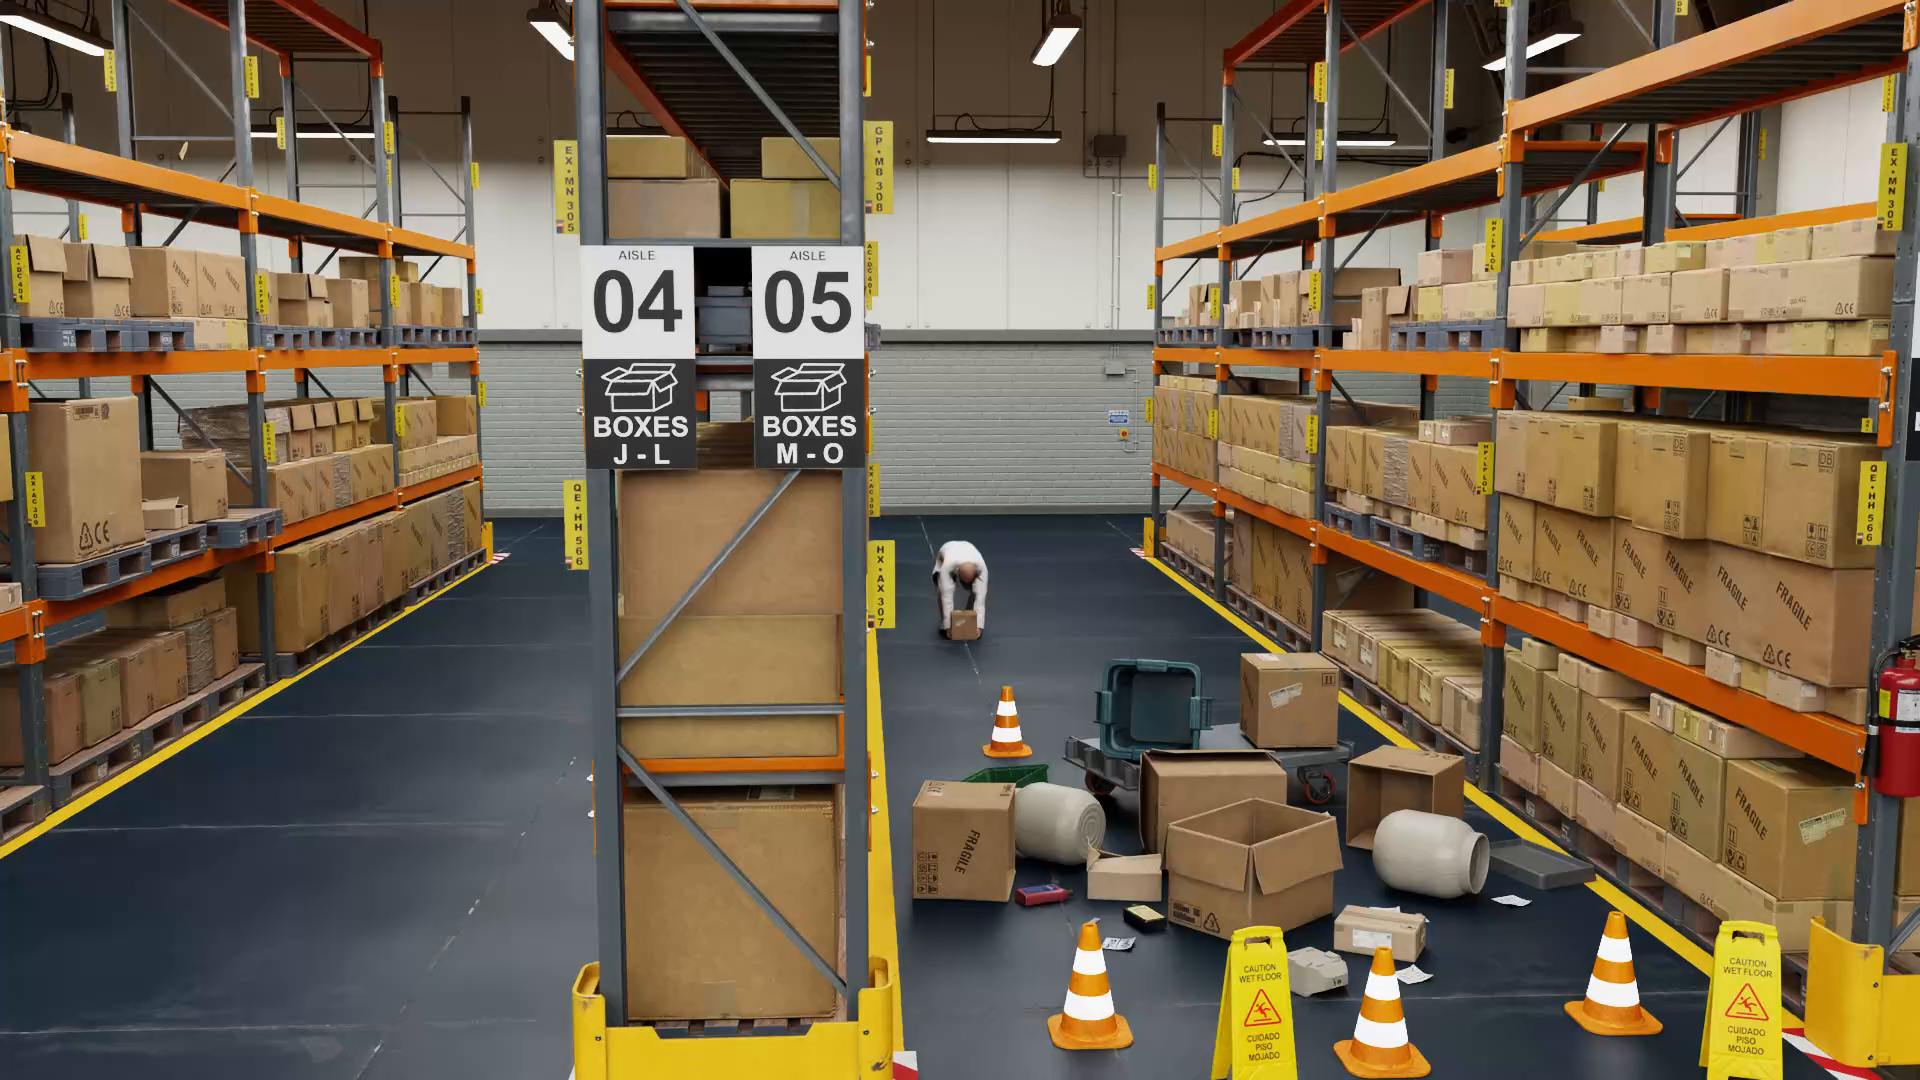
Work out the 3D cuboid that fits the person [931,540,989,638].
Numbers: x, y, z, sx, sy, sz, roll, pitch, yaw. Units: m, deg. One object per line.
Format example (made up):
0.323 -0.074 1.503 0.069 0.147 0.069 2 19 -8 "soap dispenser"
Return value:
0.012 0.482 16.547 0.587 0.911 0.951 -1 7 -5 "person"
